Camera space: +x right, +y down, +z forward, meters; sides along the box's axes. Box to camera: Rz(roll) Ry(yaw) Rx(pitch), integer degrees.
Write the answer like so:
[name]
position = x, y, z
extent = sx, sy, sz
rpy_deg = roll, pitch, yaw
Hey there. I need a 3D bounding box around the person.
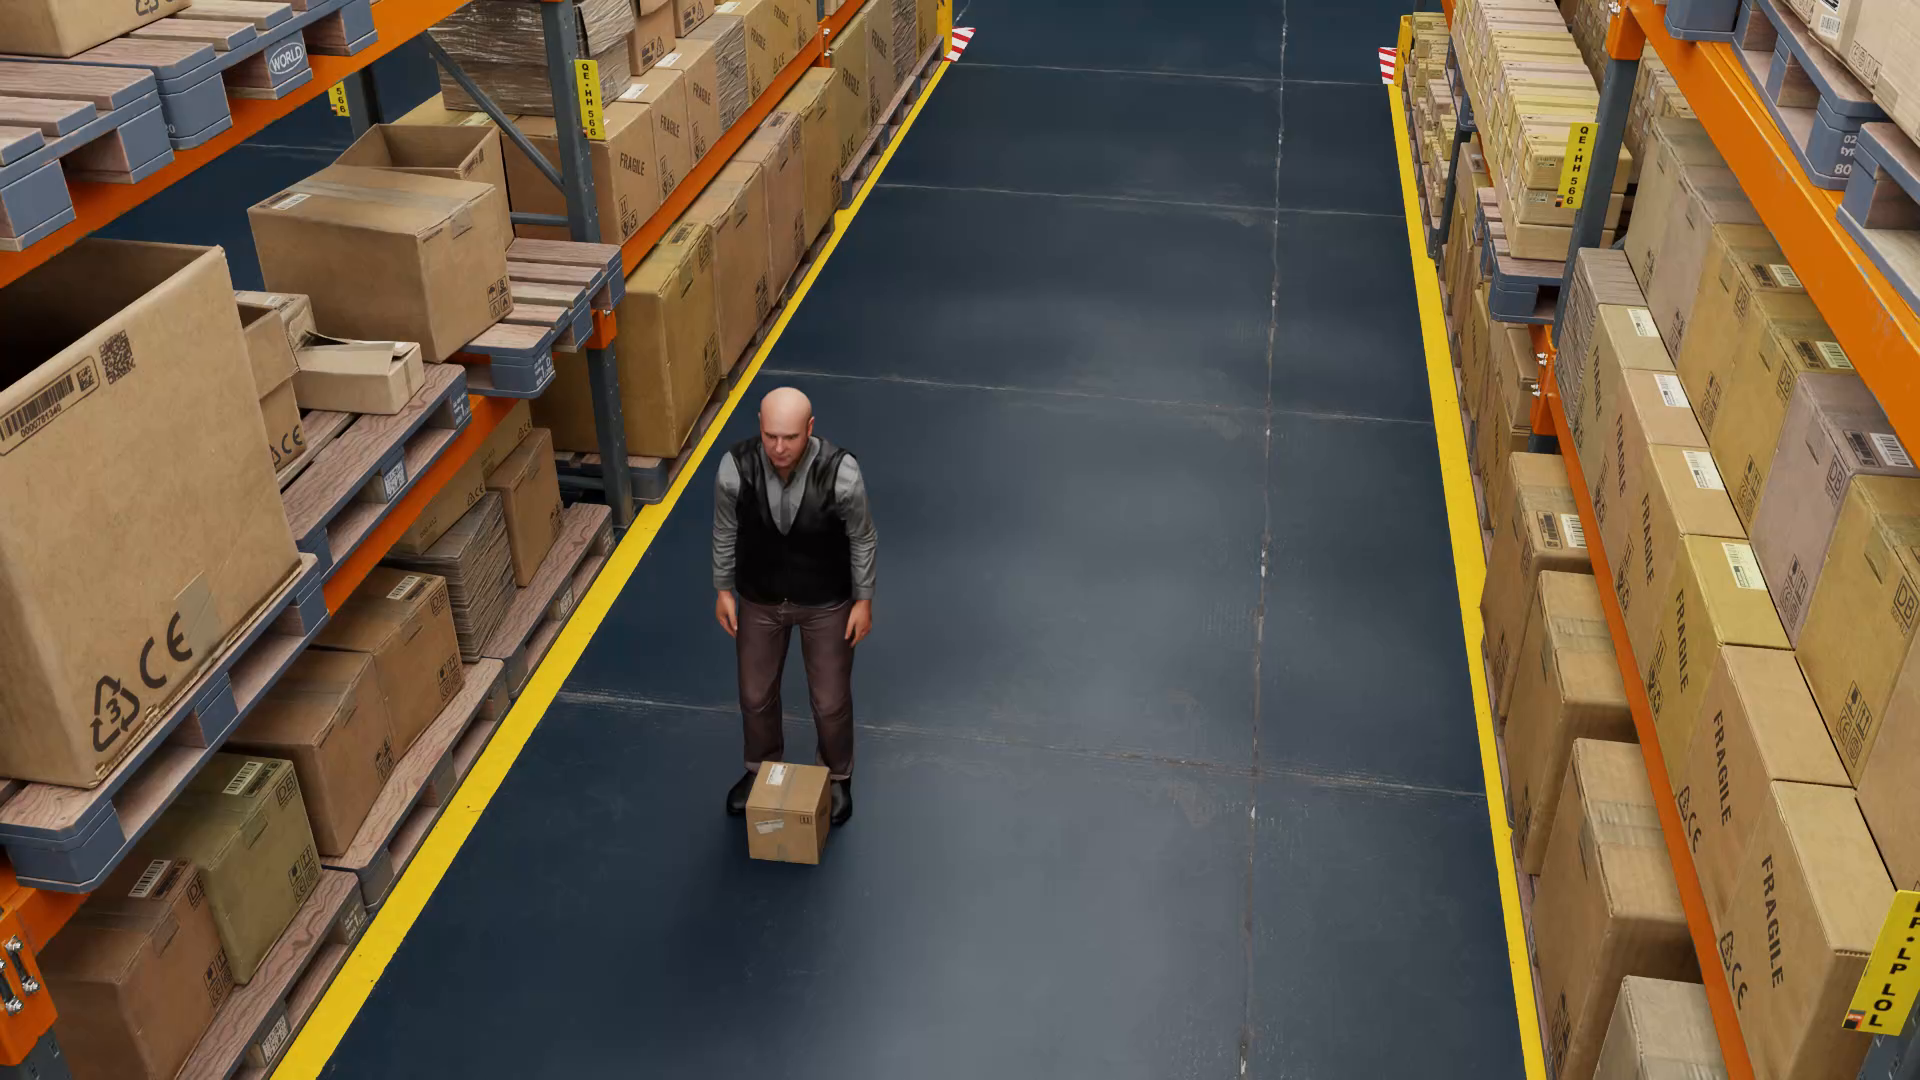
[person]
position = -0.572, 0.208, 5.830
extent = 0.577, 1.719, 0.420
rpy_deg = 4, 32, 6
